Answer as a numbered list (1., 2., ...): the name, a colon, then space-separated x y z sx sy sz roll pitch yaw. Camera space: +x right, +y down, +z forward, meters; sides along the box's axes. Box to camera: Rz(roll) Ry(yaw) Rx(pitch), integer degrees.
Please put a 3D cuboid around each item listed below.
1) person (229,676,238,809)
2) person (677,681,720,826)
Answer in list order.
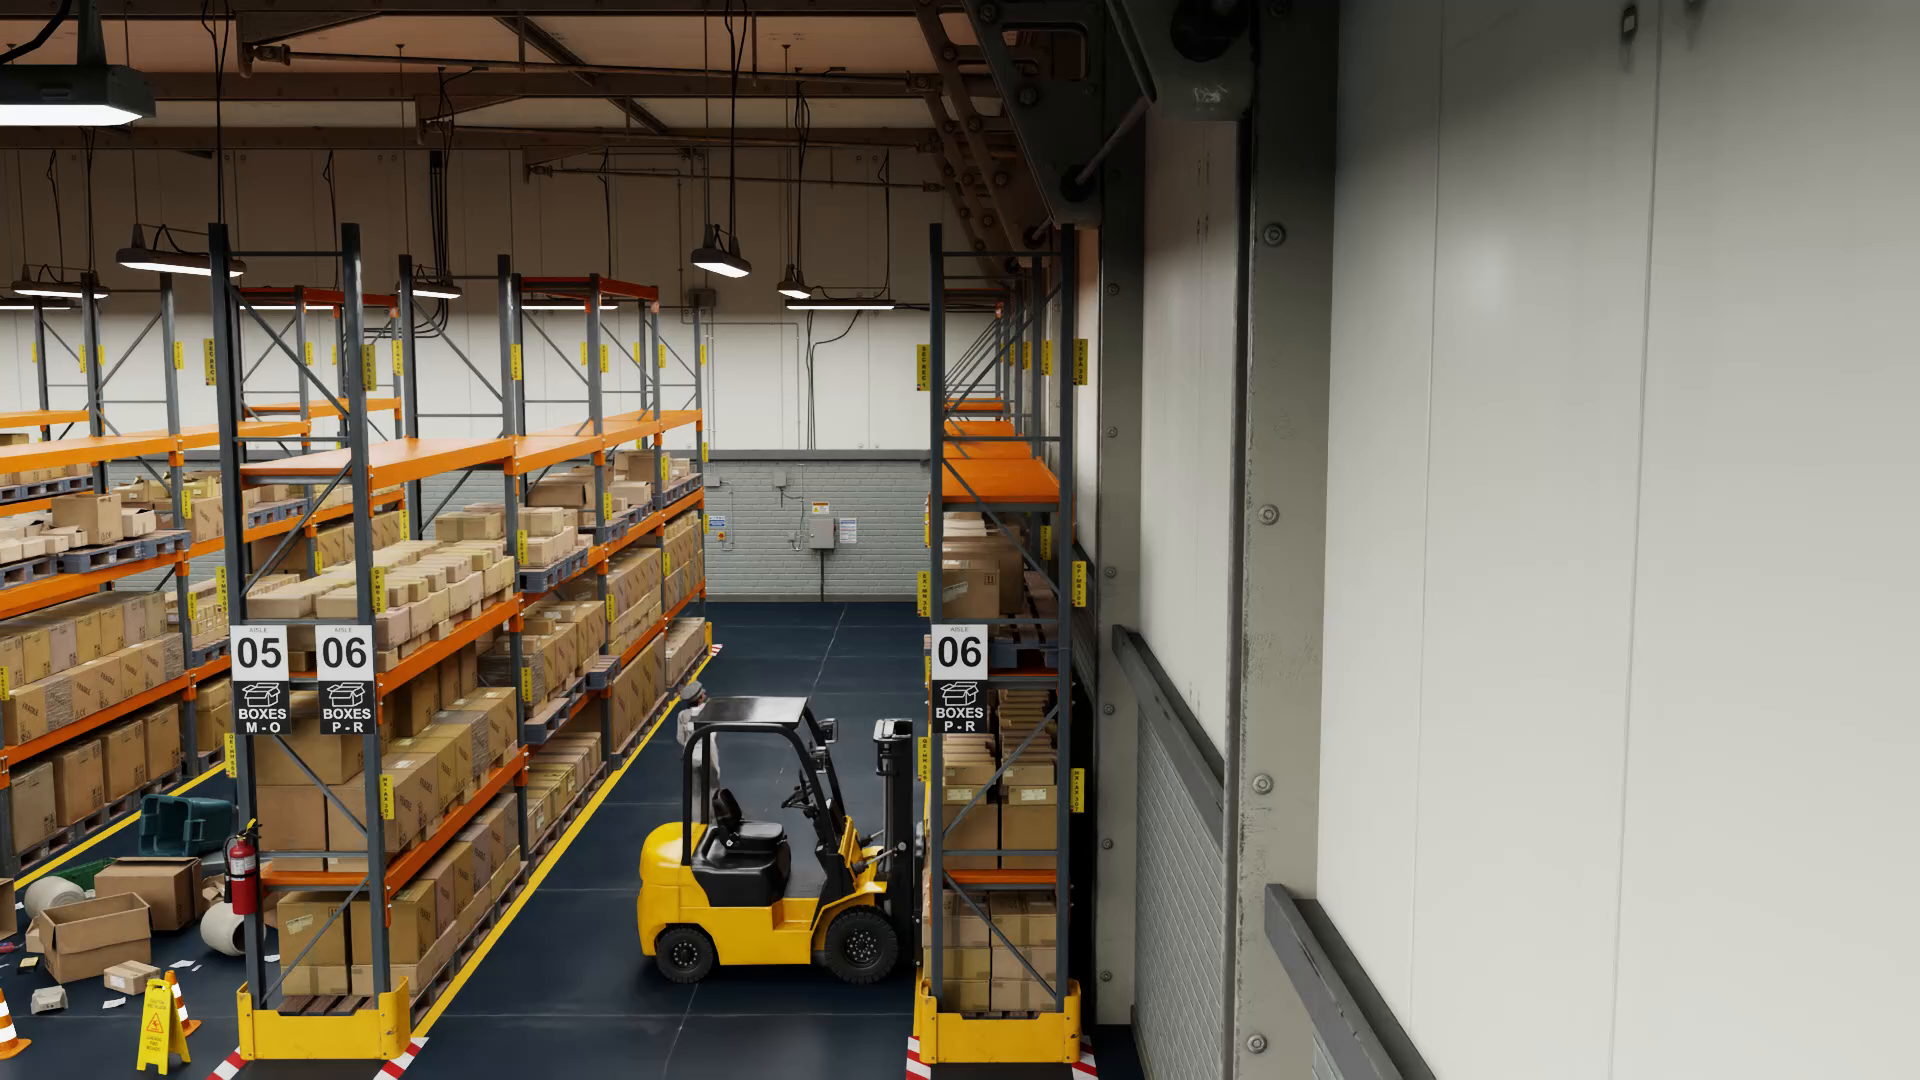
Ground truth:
1. person: -7.880 2.233 18.392 0.337 1.608 0.429 -6 9 -40
2. person: -2.679 2.293 17.063 0.476 1.725 0.752 0 7 -2
